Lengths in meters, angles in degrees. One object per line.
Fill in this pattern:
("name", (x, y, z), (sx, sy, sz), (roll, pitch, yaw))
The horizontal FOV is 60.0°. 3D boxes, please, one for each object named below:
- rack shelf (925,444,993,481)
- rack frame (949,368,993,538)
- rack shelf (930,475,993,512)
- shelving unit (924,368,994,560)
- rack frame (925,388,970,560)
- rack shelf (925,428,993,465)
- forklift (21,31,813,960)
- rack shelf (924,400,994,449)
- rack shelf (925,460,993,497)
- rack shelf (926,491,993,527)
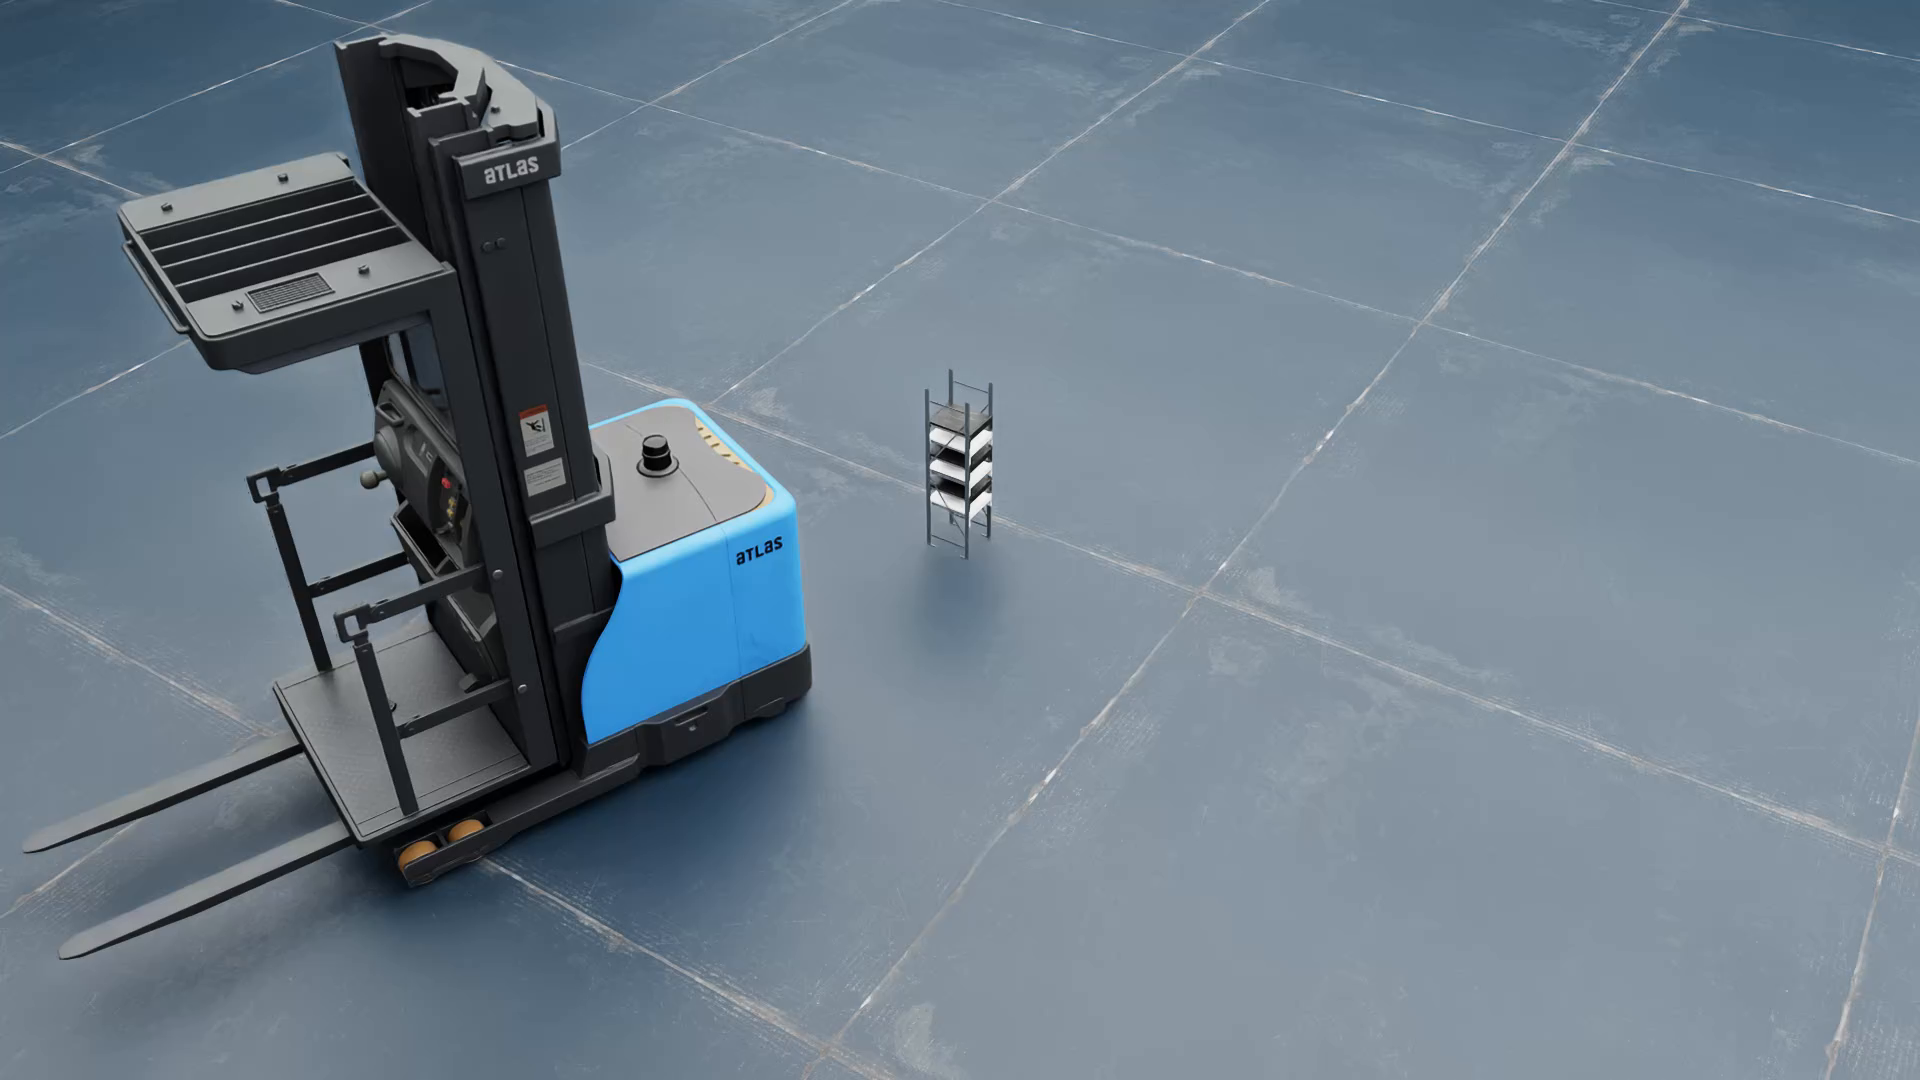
("rack shelf", (-0.004, -0.397, 7.875), (0.258, 0.077, 0.200), (21, 42, 25))
("rack frame", (0.050, -0.405, 7.977), (0.240, 0.900, 0.006), (21, 42, 25))
("rack shelf", (-0.004, -0.255, 7.985), (0.258, 0.077, 0.200), (21, 42, 25))
("shelving unit", (-0.004, -0.352, 7.909), (0.258, 0.900, 0.210), (21, 42, 25))
("rack frame", (-0.059, -0.300, 7.841), (0.240, 0.900, 0.006), (21, 42, 25))
("rack shelf", (-0.004, -0.468, 7.820), (0.258, 0.077, 0.200), (21, 42, 25))
("forklift", (-2.143, -0.194, 6.041), (3.031, 2.935, 1.130), (-23, 43, -27))
("rack shelf", (-0.004, -0.540, 7.765), (0.258, 0.077, 0.200), (21, 42, 25))
("rack shelf", (-0.004, -0.326, 7.930), (0.258, 0.077, 0.200), (21, 42, 25))
("rack shelf", (-0.004, -0.183, 8.040), (0.258, 0.077, 0.200), (21, 42, 25))
